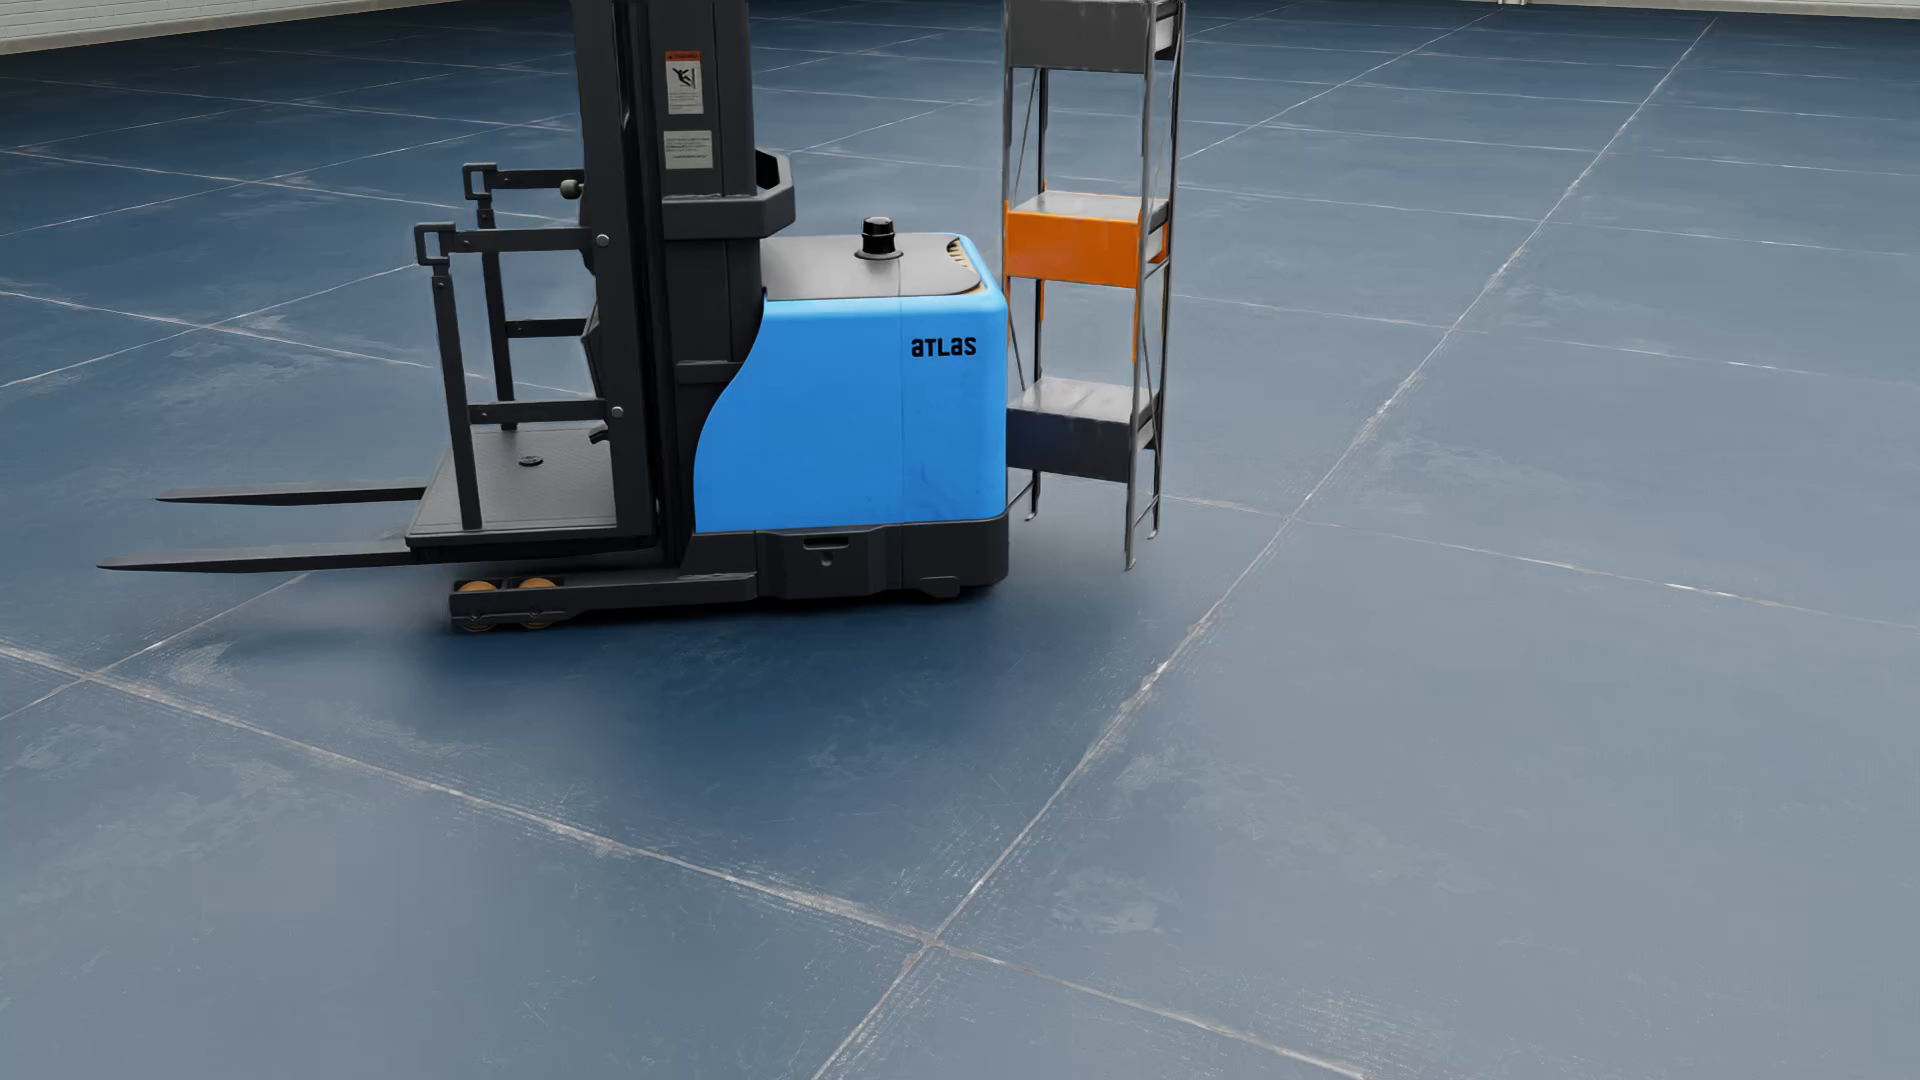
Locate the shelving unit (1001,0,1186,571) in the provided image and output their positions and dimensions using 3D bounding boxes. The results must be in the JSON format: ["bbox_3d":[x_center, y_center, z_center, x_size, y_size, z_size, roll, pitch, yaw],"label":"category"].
[{"bbox_3d":[0.450,-0.963,5.832,0.503,2.100,0.431,9,25,20],"label":"shelving unit"}]

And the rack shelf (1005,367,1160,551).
[{"bbox_3d":[0.450,-0.306,6.111,0.480,0.518,0.431,9,25,20],"label":"rack shelf"}]

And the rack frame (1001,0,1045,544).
[{"bbox_3d":[0.223,-0.998,5.915,0.015,2.100,0.400,9,25,20],"label":"rack frame"}]

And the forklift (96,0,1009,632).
[{"bbox_3d":[-1.388,-1.262,5.471,3.031,2.935,1.130,-3,23,-7],"label":"forklift"}]

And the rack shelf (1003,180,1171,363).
[{"bbox_3d":[0.450,-0.951,5.837,0.480,0.518,0.431,9,25,20],"label":"rack shelf"}]

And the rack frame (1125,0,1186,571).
[{"bbox_3d":[0.677,-0.928,5.749,0.015,2.100,0.400,9,25,20],"label":"rack frame"}]

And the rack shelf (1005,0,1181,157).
[{"bbox_3d":[0.450,-1.595,5.563,0.480,0.518,0.431,9,25,20],"label":"rack shelf"}]

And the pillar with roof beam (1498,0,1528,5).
[{"bbox_3d":[6.674,-11.001,20.619,0.400,9.000,9.100,11,25,25],"label":"pillar with roof beam"}]
